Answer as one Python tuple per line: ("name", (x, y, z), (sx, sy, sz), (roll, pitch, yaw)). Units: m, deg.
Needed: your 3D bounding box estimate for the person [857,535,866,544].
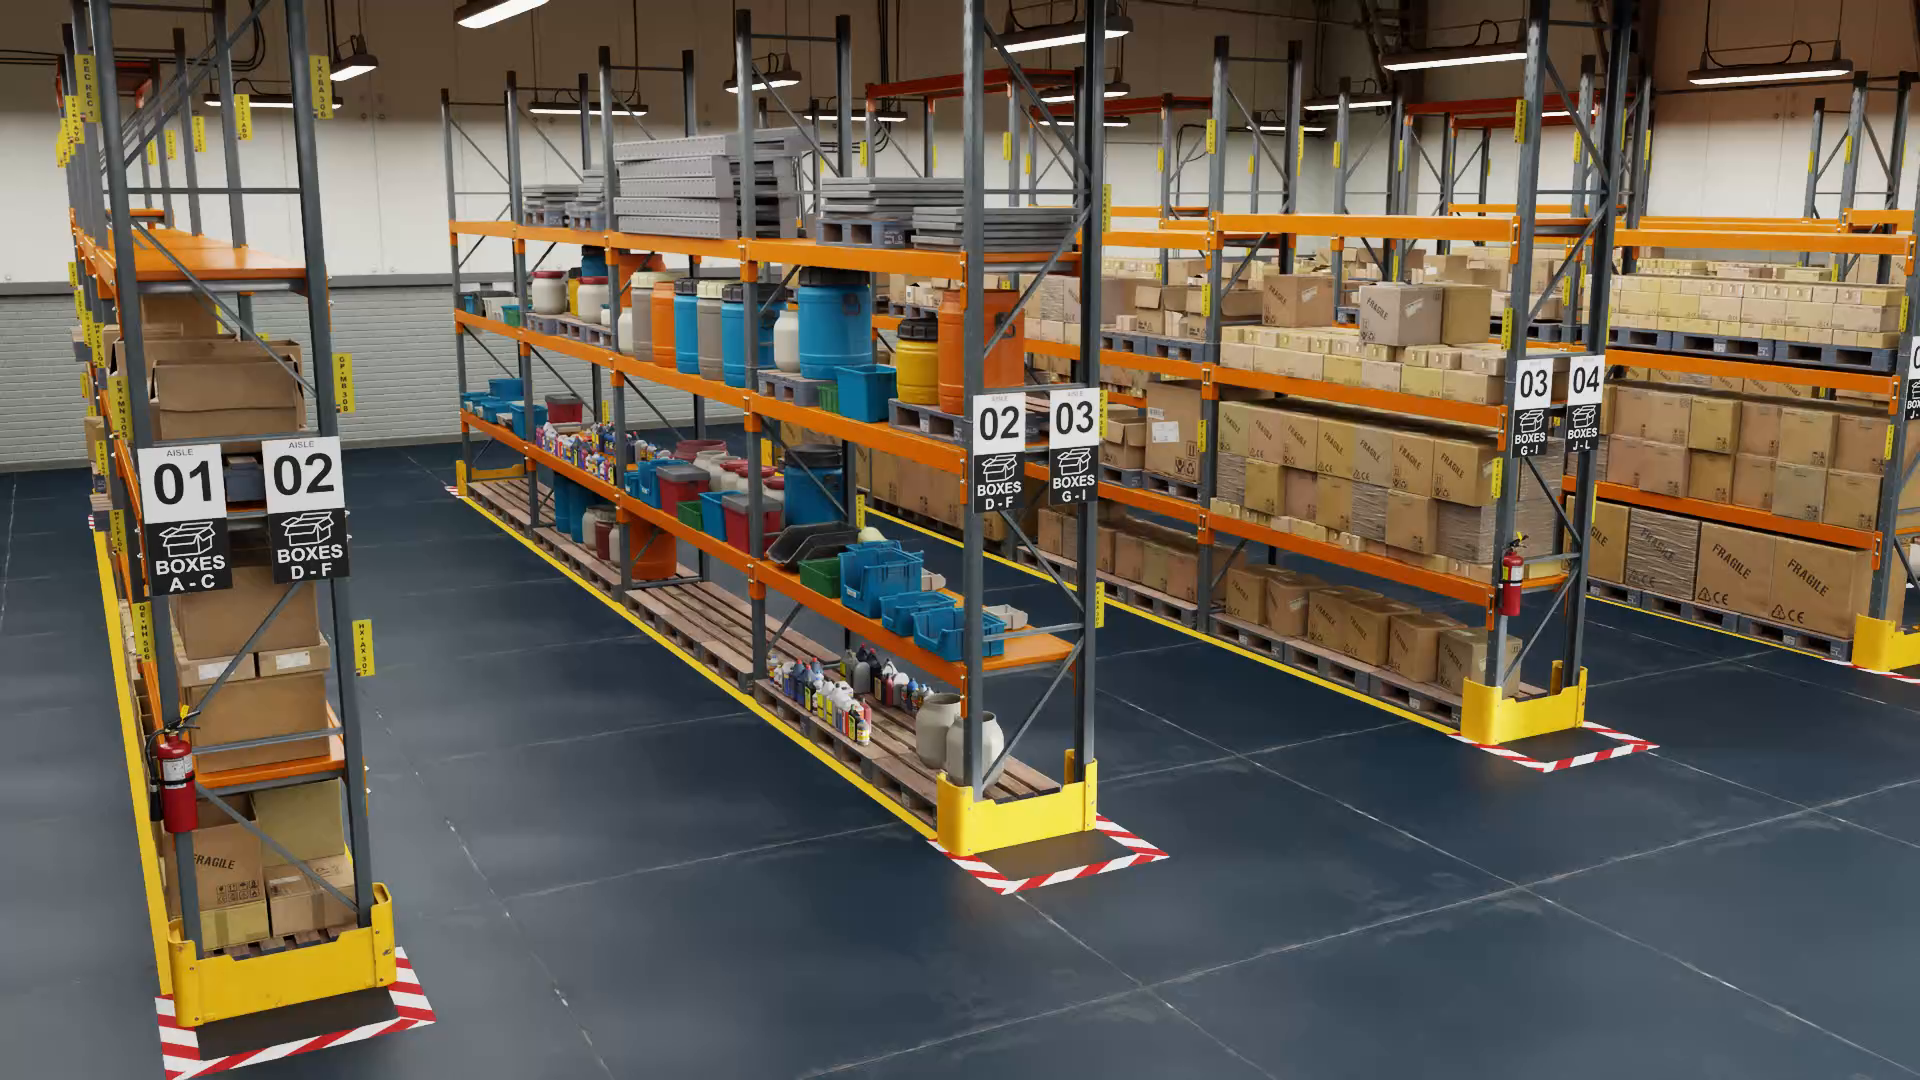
("person", (-1.030, 0.357, 18.545), (0.477, 0.802, 0.816), (-6, 13, -28))
